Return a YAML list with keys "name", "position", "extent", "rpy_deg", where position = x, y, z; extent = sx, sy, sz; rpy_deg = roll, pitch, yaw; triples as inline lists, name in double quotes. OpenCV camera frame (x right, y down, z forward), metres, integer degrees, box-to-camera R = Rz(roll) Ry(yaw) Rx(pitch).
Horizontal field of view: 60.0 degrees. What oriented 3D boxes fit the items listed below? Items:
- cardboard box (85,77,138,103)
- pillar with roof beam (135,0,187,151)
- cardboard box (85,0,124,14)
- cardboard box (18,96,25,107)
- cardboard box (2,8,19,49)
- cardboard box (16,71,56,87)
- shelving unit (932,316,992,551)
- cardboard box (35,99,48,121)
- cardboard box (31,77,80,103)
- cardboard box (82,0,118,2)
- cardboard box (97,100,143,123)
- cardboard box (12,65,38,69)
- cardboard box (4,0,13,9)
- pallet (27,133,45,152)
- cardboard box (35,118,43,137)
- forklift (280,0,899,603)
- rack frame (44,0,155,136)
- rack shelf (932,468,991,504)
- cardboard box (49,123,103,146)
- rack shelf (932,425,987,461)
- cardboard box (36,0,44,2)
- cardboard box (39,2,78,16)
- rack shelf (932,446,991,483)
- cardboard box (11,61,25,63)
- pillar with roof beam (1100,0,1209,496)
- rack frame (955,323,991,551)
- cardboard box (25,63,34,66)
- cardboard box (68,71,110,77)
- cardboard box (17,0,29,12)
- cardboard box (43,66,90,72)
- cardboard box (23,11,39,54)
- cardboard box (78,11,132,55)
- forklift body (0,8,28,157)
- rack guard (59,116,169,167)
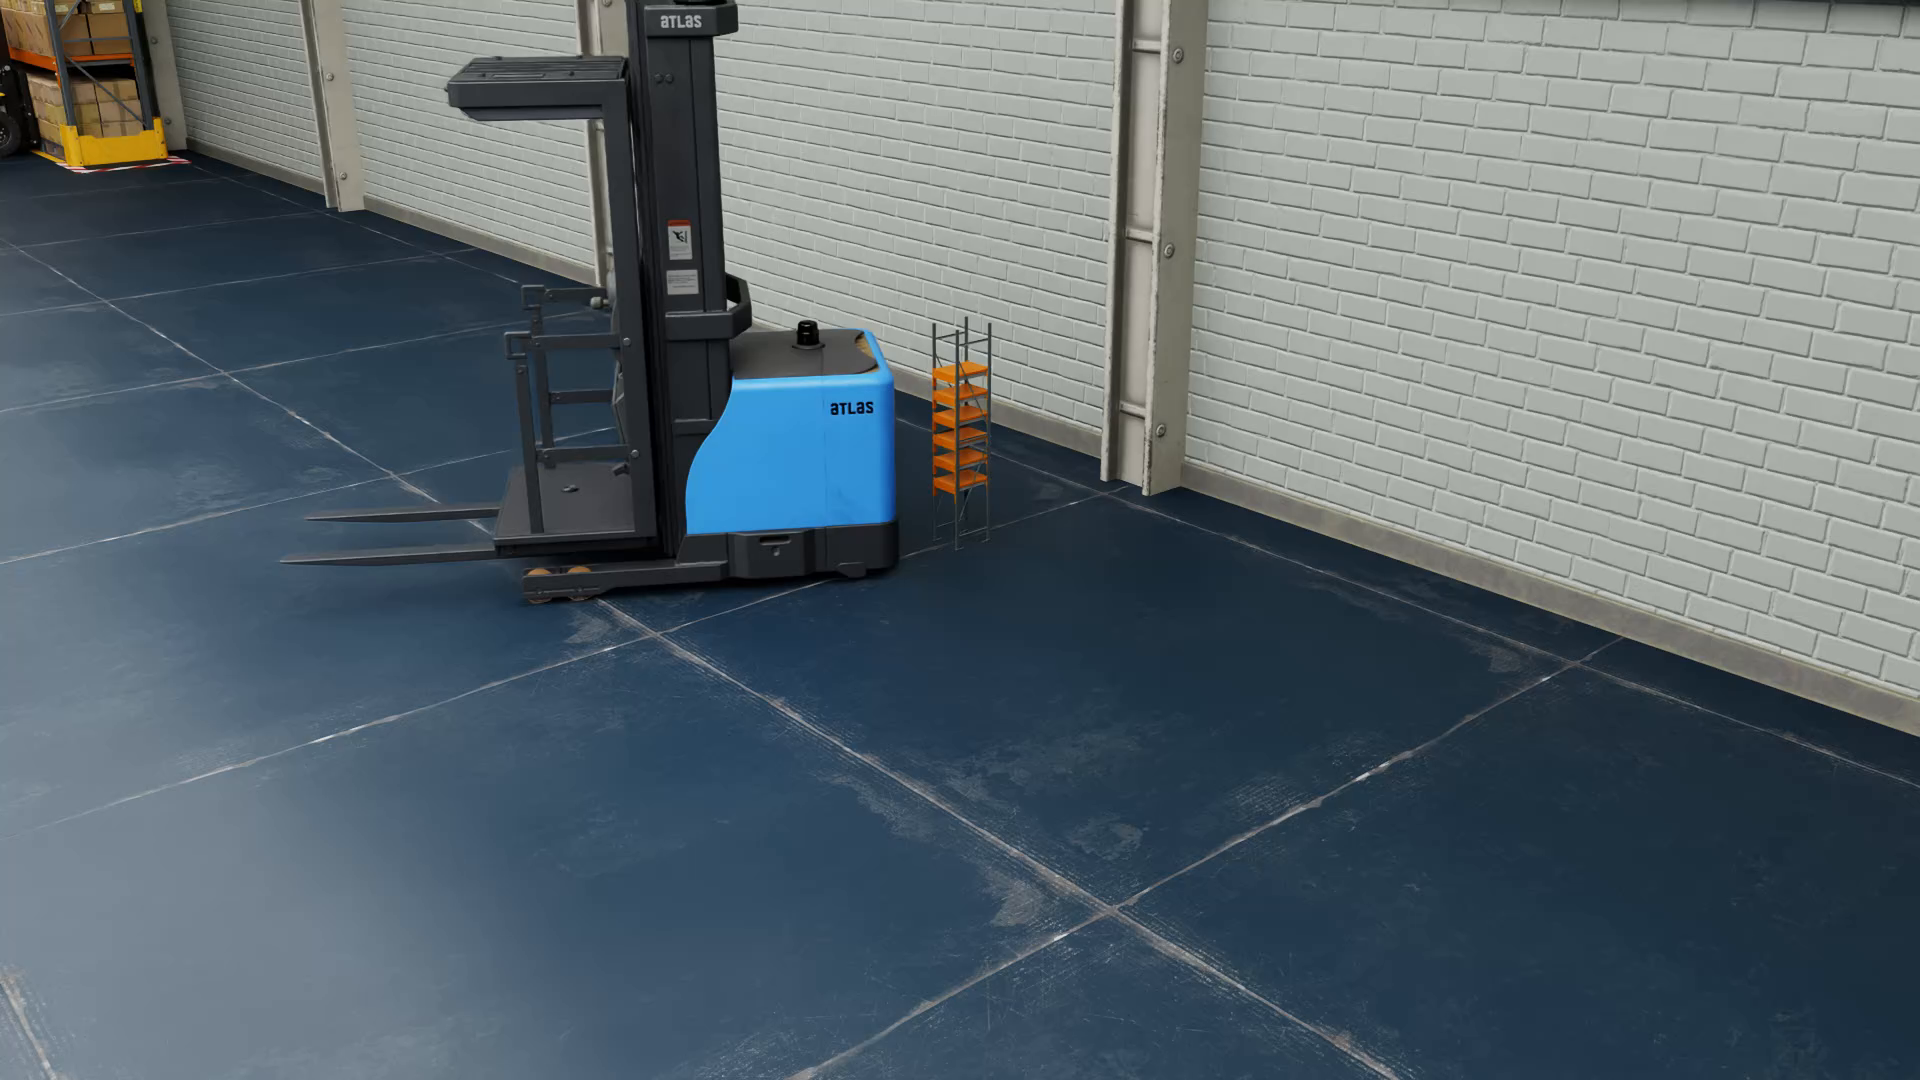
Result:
- name: "cardboard box"
  position: [-11.070, -5.866, 21.672]
  extent: [0.500, 0.250, 0.500]
  rpy_deg: [-18, 28, -38]
- name: "pillar with roof beam"
  position: [-13.933, -8.483, 18.304]
  extent: [9.100, 9.000, 0.400]
  rpy_deg: [-17, 27, -37]
- name: "cardboard box"
  position: [-10.925, -6.812, 21.236]
  extent: [0.380, 0.149, 0.250]
  rpy_deg: [-18, 28, -39]
- name: "cardboard box"
  position: [-12.451, -5.934, 22.530]
  extent: [0.500, 0.250, 0.500]
  rpy_deg: [-18, 27, -38]
- name: "cardboard box"
  position: [-12.423, -6.851, 22.226]
  extent: [0.500, 0.500, 0.500]
  rpy_deg: [-17, 27, -37]
- name: "cardboard box"
  position: [-12.437, -6.160, 22.422]
  extent: [0.500, 0.250, 0.500]
  rpy_deg: [-18, 28, -38]
- name: "shelving unit"
  position: [0.009, -0.555, 8.755]
  extent: [0.258, 1.200, 0.189]
  rpy_deg: [-17, 27, -37]
- name: "cardboard box"
  position: [-11.774, -5.657, 21.823]
  extent: [0.500, 0.250, 0.500]
  rpy_deg: [-18, 28, -38]
- name: "cardboard box"
  position: [-11.775, -5.881, 21.710]
  extent: [0.500, 0.250, 0.500]
  rpy_deg: [-17, 27, -36]
- name: "cardboard box"
  position: [-10.957, -6.939, 21.152]
  extent: [0.380, 0.149, 0.250]
  rpy_deg: [-18, 28, -38]
- name: "cardboard box"
  position: [-11.050, -5.635, 21.767]
  extent: [0.500, 0.250, 0.500]
  rpy_deg: [-17, 27, -36]
- name: "cardboard box"
  position: [-13.107, -6.442, 23.141]
  extent: [0.500, 0.250, 0.500]
  rpy_deg: [-17, 27, -37]
- name: "cardboard box"
  position: [-12.508, -7.179, 22.173]
  extent: [0.380, 0.149, 0.250]
  rpy_deg: [-18, 28, -38]
- name: "pallet"
  position: [-12.223, -5.548, 22.859]
  extent: [1.003, 0.211, 1.213]
  rpy_deg: [-17, 27, -37]
- name: "cardboard box"
  position: [-12.083, -5.558, 22.255]
  extent: [0.500, 0.250, 0.500]
  rpy_deg: [-17, 27, -37]
- name: "forklift"
  position: [-1.875, -1.260, 8.181]
  extent: [3.031, 2.935, 1.130]
  rpy_deg: [-3, 22, -9]
- name: "rack frame"
  position: [-10.900, -6.308, 20.976]
  extent: [1.000, 3.000, 0.127]
  rpy_deg: [-17, 27, -37]
- name: "rack shelf"
  position: [0.009, -0.290, 8.859]
  extent: [0.258, 0.103, 0.180]
  rpy_deg: [-17, 27, -37]
- name: "cardboard box"
  position: [-11.446, -5.278, 21.540]
  extent: [0.500, 0.250, 0.500]
  rpy_deg: [-17, 27, -37]
- name: "rack shelf"
  position: [0.009, -0.513, 8.771]
  extent: [0.258, 0.103, 0.180]
  rpy_deg: [-17, 27, -37]
- name: "cardboard box"
  position: [-11.478, -6.904, 21.065]
  extent: [0.380, 0.149, 0.250]
  rpy_deg: [-17, 27, -37]
- name: "cardboard box"
  position: [-11.339, -6.685, 20.914]
  extent: [0.380, 0.149, 0.250]
  rpy_deg: [-17, 27, -37]
- name: "rack shelf"
  position: [0.009, -0.402, 8.815]
  extent: [0.258, 0.103, 0.180]
  rpy_deg: [-17, 27, -37]
- name: "cardboard box"
  position: [-14.361, -6.860, 25.067]
  extent: [0.875, 0.625, 0.625]
  rpy_deg: [-18, 28, -38]
- name: "pillar with roof beam"
  position: [-2.184, -3.510, 5.607]
  extent: [9.100, 9.000, 0.400]
  rpy_deg: [-17, 27, -37]
- name: "rack frame"
  position: [0.069, -0.529, 8.690]
  extent: [0.240, 1.200, 0.006]
  rpy_deg: [-17, 27, -37]
- name: "cardboard box"
  position: [-13.043, -6.704, 23.810]
  extent: [0.500, 0.250, 0.500]
  rpy_deg: [-17, 27, -36]
- name: "cardboard box"
  position: [-11.718, -6.144, 22.382]
  extent: [0.500, 0.250, 0.500]
  rpy_deg: [-18, 27, -38]
- name: "cardboard box"
  position: [-12.014, -6.969, 21.637]
  extent: [0.380, 0.149, 0.250]
  rpy_deg: [-19, 28, -39]
- name: "cardboard box"
  position: [-12.381, -6.424, 23.097]
  extent: [0.500, 0.250, 0.500]
  rpy_deg: [-17, 27, -37]
- name: "cardboard box"
  position: [-11.752, -6.573, 21.517]
  extent: [0.500, 0.500, 0.500]
  rpy_deg: [-16, 27, -36]
- name: "cardboard box"
  position: [-11.013, -6.557, 21.476]
  extent: [0.500, 0.500, 0.500]
  rpy_deg: [-16, 27, -36]
- name: "forklift body"
  position: [-13.520, -6.002, 21.359]
  extent: [2.313, 2.155, 1.214]
  rpy_deg: [-17, 27, -37]
- name: "rack guard"
  position: [-10.884, -5.137, 21.415]
  extent: [1.175, 0.500, 0.348]
  rpy_deg: [-17, 27, -37]
